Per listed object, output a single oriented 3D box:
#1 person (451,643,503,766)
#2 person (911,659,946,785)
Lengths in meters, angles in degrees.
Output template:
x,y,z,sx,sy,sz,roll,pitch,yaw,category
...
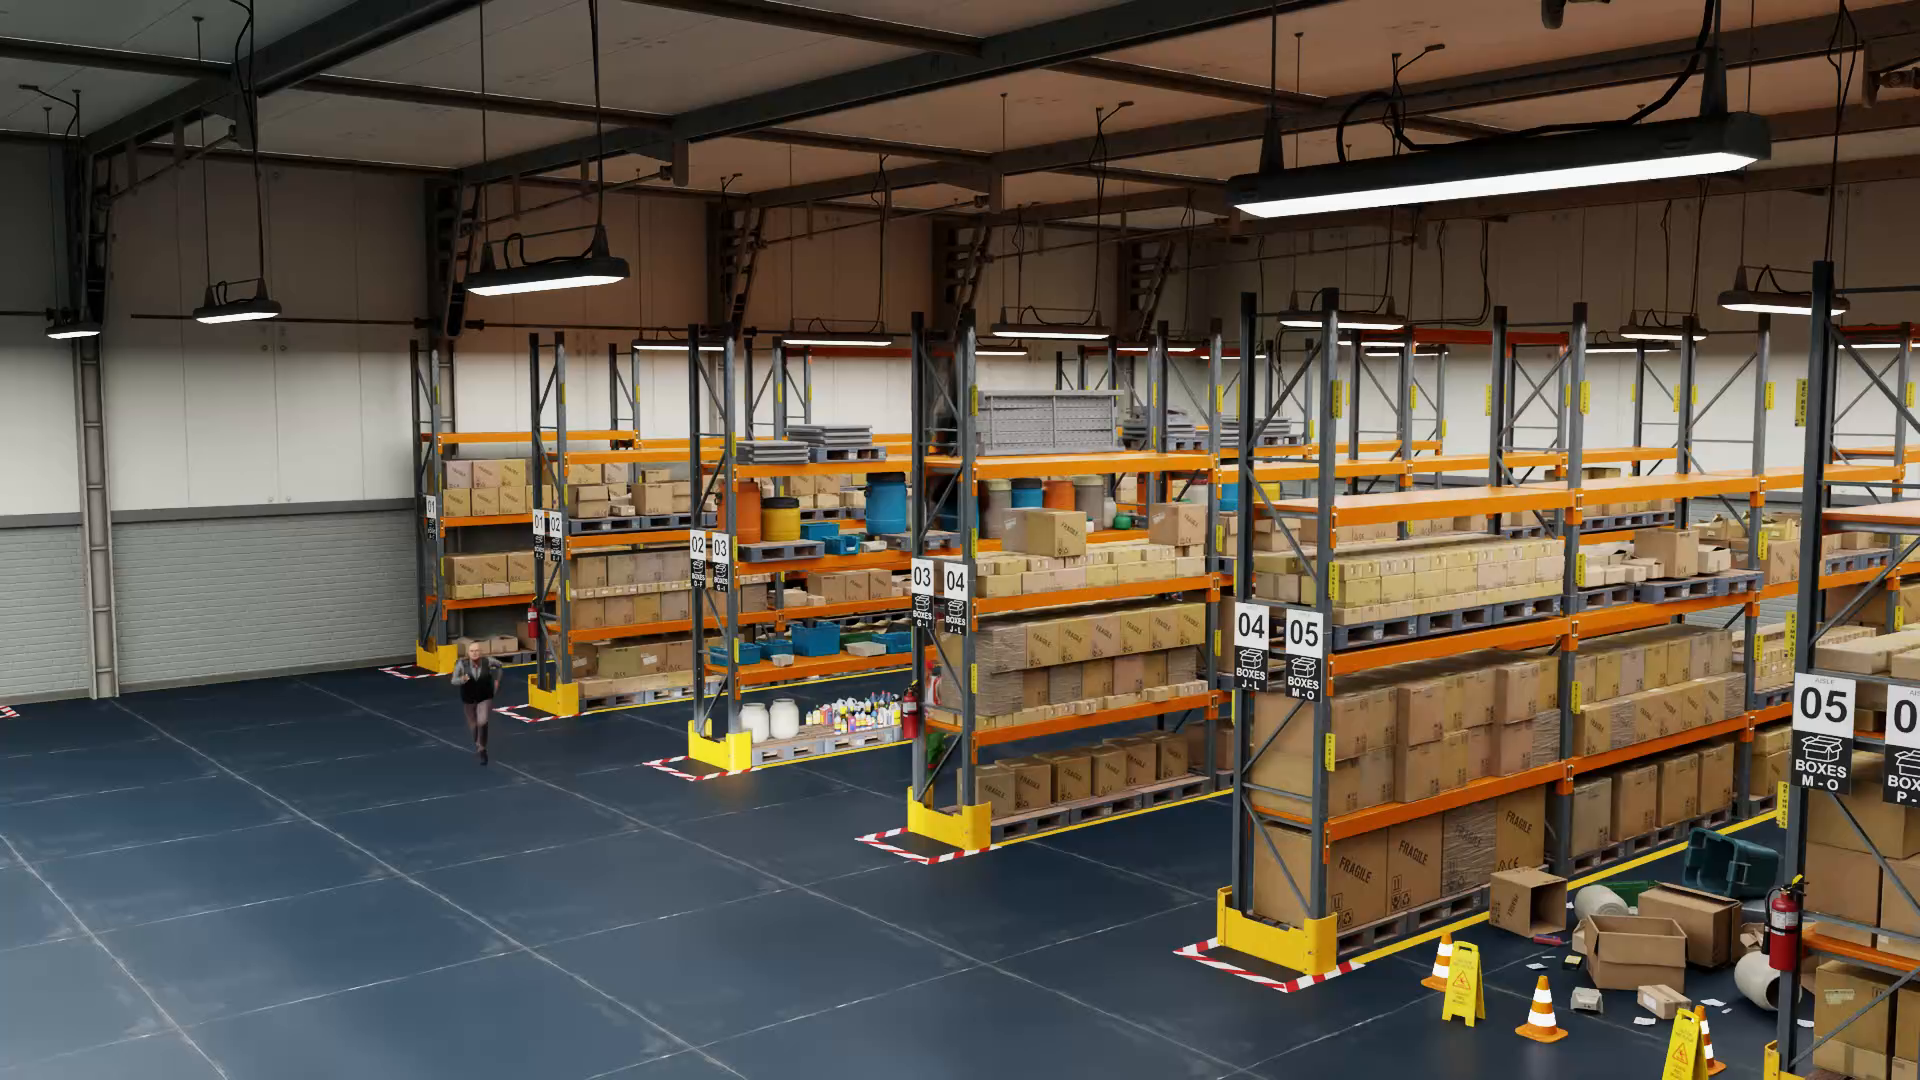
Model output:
x,y,z,sx,sy,sz,roll,pitch,yaw,category
-6.589,2.218,22.727,0.642,1.687,0.912,-1,5,-7,person
-0.358,2.346,21.479,0.653,1.707,0.758,2,6,22,person
